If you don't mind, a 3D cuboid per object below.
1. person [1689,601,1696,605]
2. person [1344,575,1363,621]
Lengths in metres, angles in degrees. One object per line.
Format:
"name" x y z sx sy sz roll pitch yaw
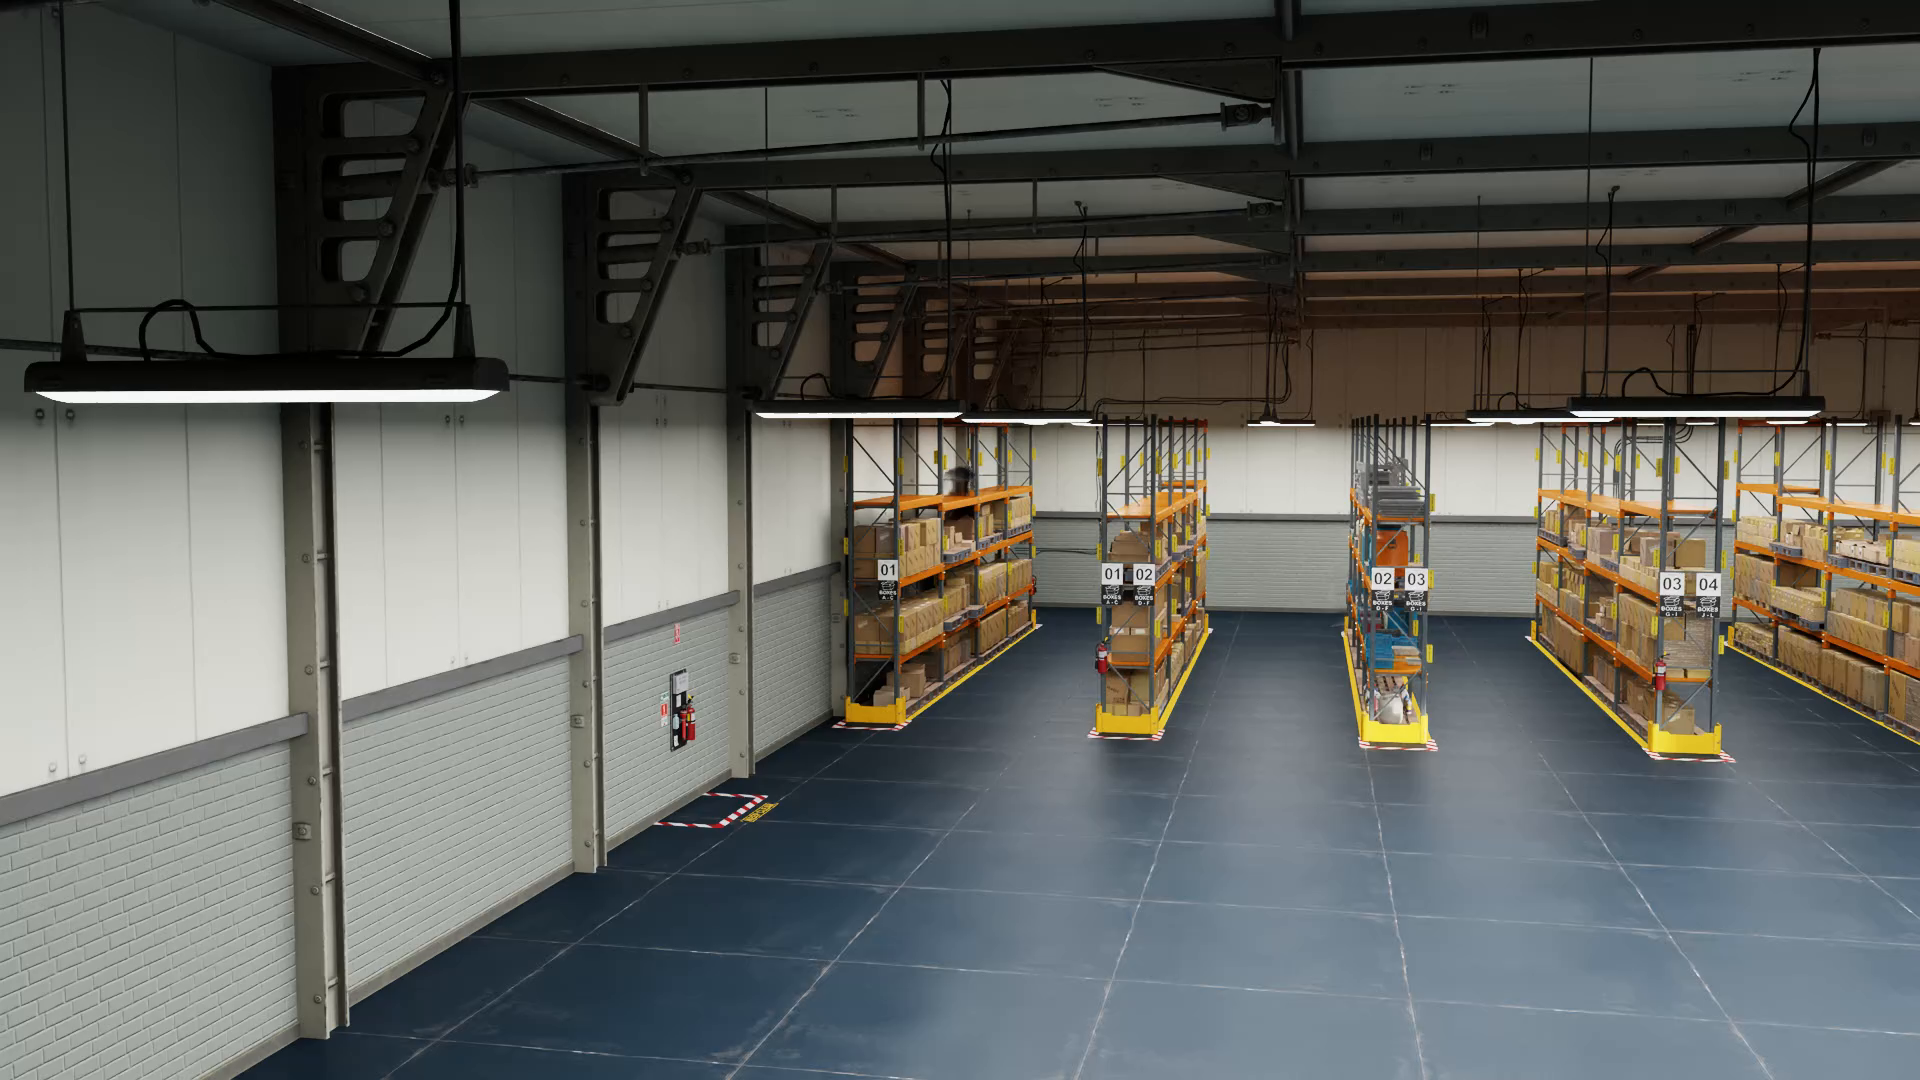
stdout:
"person" 19.350 1.971 44.359 0.538 1.594 0.813 2 4 32
"person" 11.631 1.718 47.838 1.068 1.581 0.747 3 5 42
